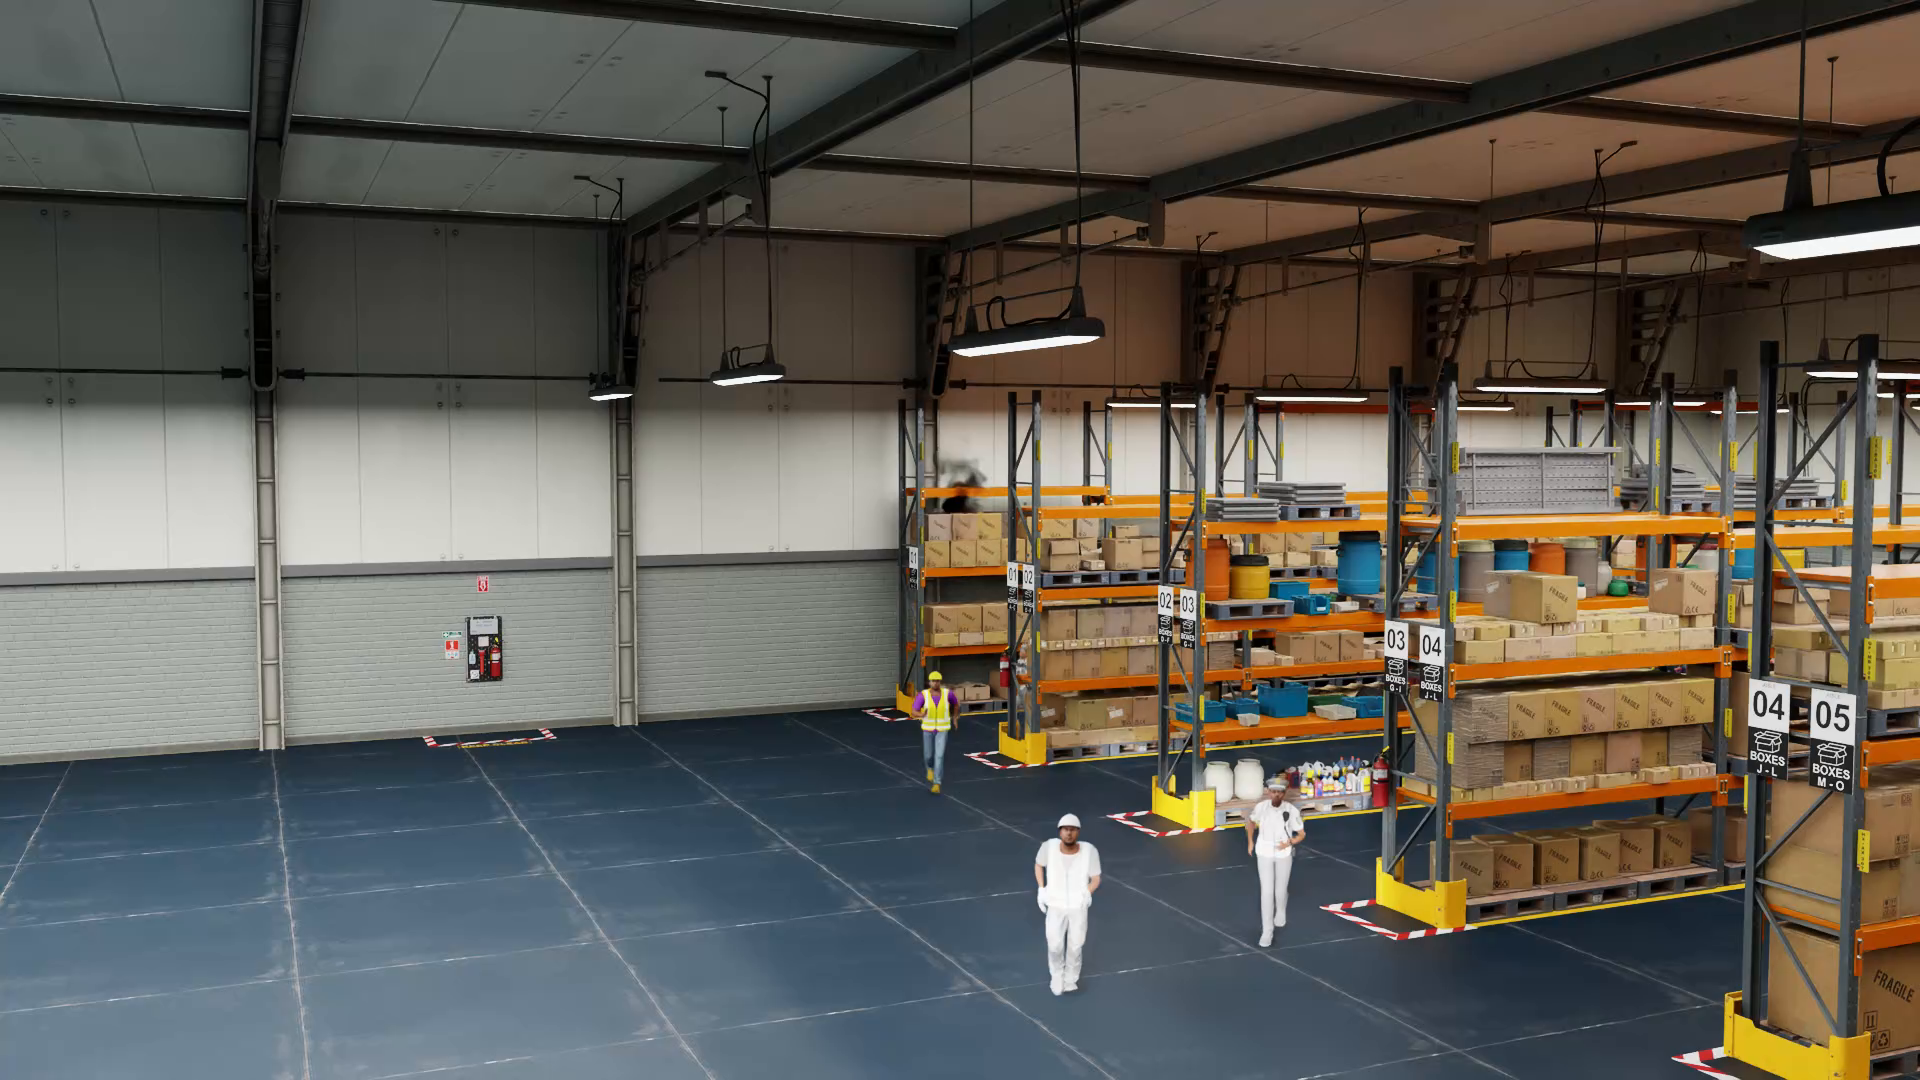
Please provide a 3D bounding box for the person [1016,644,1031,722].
[{"bbox_3d":[1.097,2.633,28.729,0.848,1.690,0.589,-2,4,-31],"label":"person"}]

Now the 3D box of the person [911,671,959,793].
[{"bbox_3d":[-0.371,2.814,24.690,0.702,1.746,0.953,0,3,0],"label":"person"}]

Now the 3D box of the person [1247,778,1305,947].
[{"bbox_3d":[3.293,3.295,17.339,0.601,1.690,0.856,1,3,12],"label":"person"}]

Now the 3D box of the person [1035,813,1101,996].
[{"bbox_3d":[1.002,3.385,15.411,0.609,1.722,0.738,0,3,2],"label":"person"}]
